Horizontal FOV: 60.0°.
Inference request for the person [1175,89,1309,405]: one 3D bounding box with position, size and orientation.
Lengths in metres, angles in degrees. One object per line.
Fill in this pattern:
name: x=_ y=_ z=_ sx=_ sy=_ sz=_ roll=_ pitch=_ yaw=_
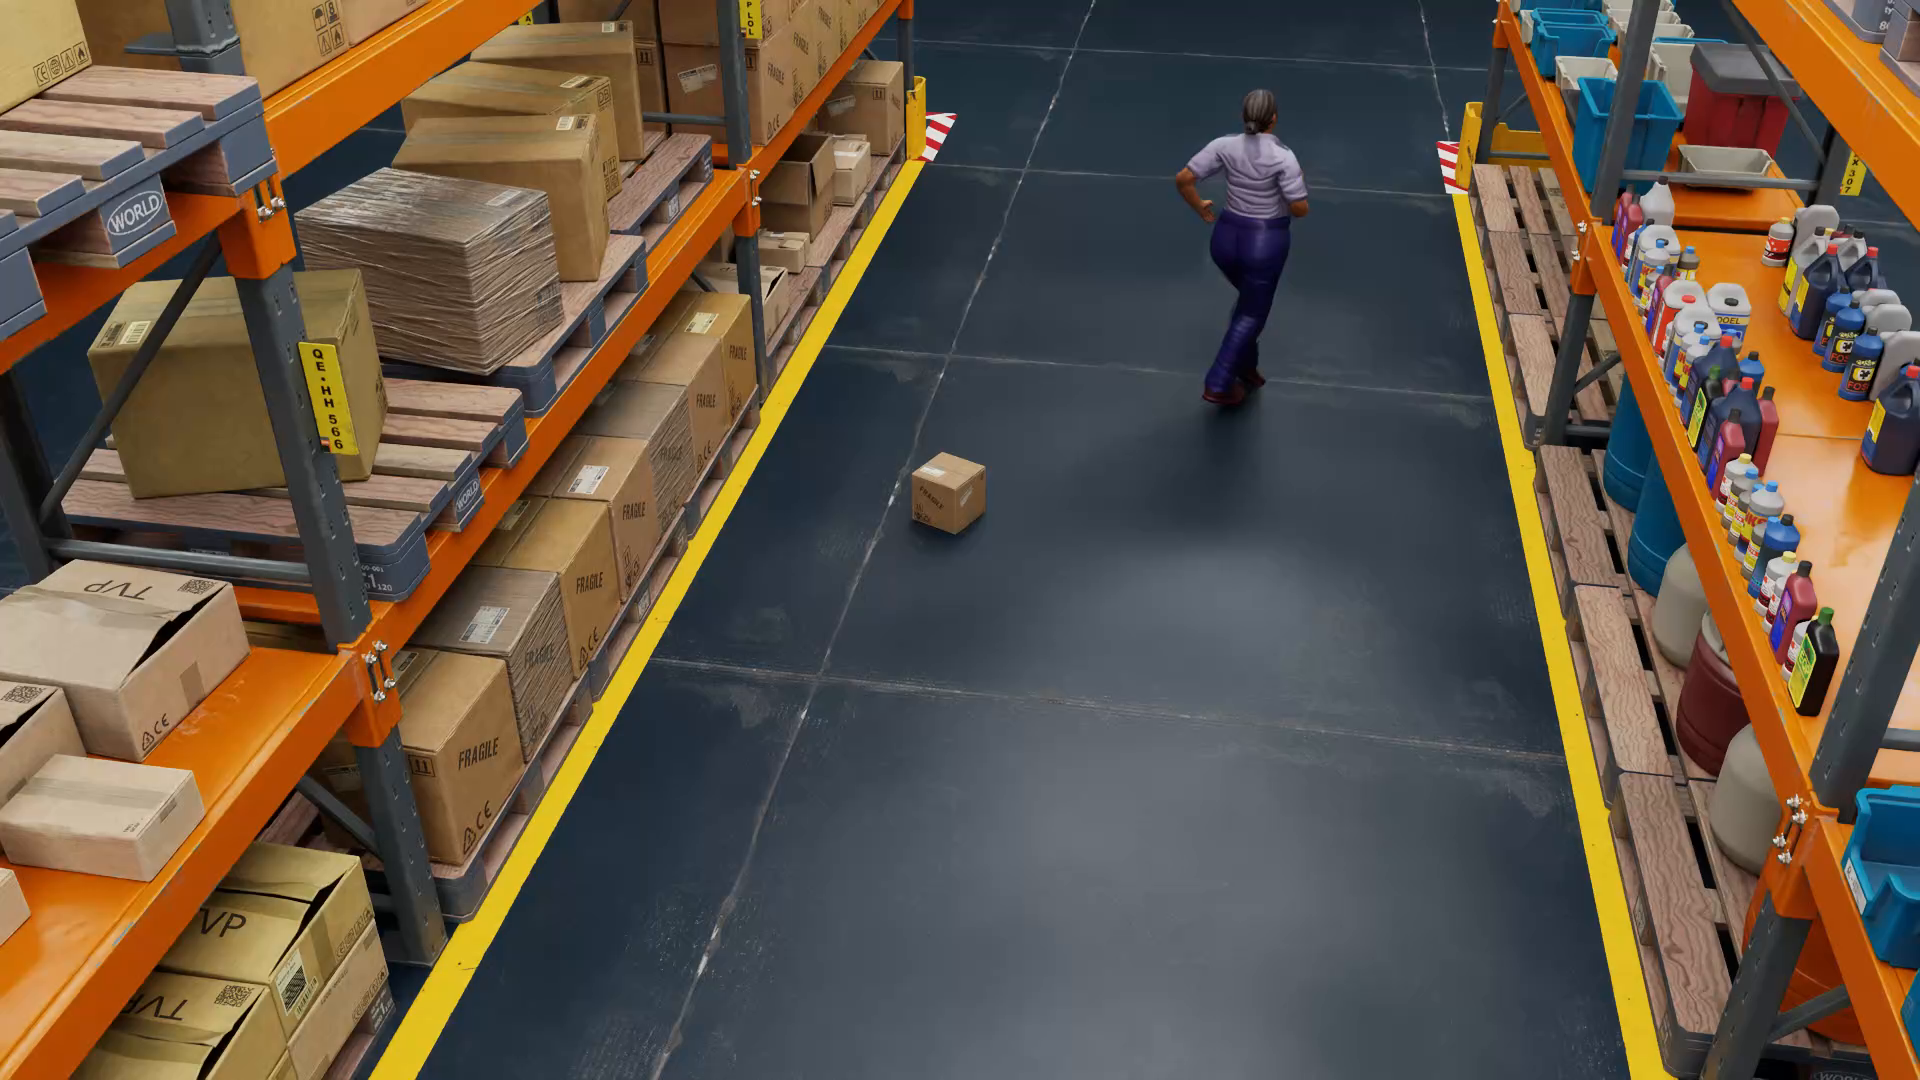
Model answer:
person: x=1.450 y=-1.445 z=8.430 sx=0.618 sy=1.708 sz=0.614 roll=26 pitch=41 yaw=34
